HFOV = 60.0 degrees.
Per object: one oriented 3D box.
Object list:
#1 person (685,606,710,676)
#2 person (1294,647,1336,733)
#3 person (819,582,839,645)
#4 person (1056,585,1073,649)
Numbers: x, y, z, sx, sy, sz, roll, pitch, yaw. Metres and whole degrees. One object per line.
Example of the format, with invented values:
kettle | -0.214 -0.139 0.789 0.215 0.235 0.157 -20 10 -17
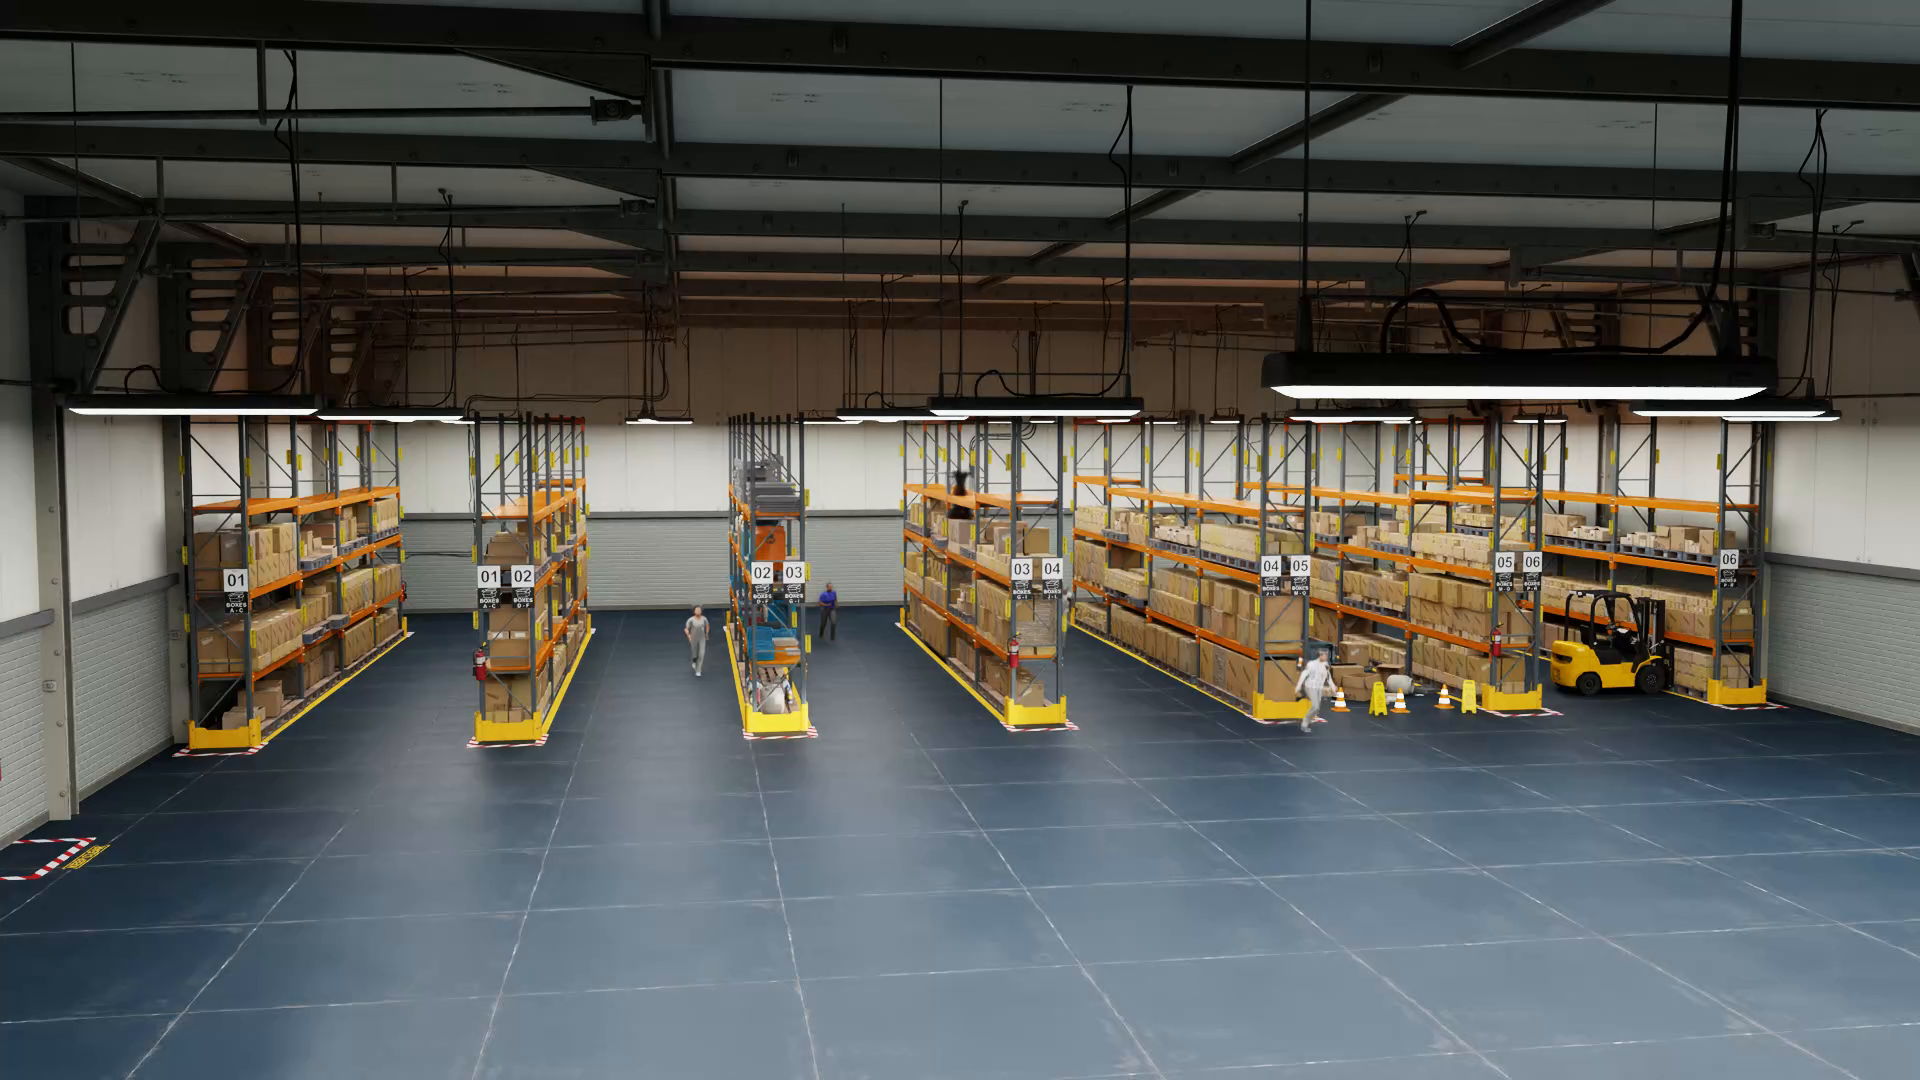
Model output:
person | -6.051 2.315 38.353 0.573 1.614 0.694 -1 4 -18
person | 6.662 2.802 31.090 0.592 1.621 0.643 -3 5 -36
person | -3.495 1.929 44.057 0.588 1.619 0.953 -2 4 -22
person | 2.598 1.935 42.849 0.601 1.632 0.964 -1 4 -20
